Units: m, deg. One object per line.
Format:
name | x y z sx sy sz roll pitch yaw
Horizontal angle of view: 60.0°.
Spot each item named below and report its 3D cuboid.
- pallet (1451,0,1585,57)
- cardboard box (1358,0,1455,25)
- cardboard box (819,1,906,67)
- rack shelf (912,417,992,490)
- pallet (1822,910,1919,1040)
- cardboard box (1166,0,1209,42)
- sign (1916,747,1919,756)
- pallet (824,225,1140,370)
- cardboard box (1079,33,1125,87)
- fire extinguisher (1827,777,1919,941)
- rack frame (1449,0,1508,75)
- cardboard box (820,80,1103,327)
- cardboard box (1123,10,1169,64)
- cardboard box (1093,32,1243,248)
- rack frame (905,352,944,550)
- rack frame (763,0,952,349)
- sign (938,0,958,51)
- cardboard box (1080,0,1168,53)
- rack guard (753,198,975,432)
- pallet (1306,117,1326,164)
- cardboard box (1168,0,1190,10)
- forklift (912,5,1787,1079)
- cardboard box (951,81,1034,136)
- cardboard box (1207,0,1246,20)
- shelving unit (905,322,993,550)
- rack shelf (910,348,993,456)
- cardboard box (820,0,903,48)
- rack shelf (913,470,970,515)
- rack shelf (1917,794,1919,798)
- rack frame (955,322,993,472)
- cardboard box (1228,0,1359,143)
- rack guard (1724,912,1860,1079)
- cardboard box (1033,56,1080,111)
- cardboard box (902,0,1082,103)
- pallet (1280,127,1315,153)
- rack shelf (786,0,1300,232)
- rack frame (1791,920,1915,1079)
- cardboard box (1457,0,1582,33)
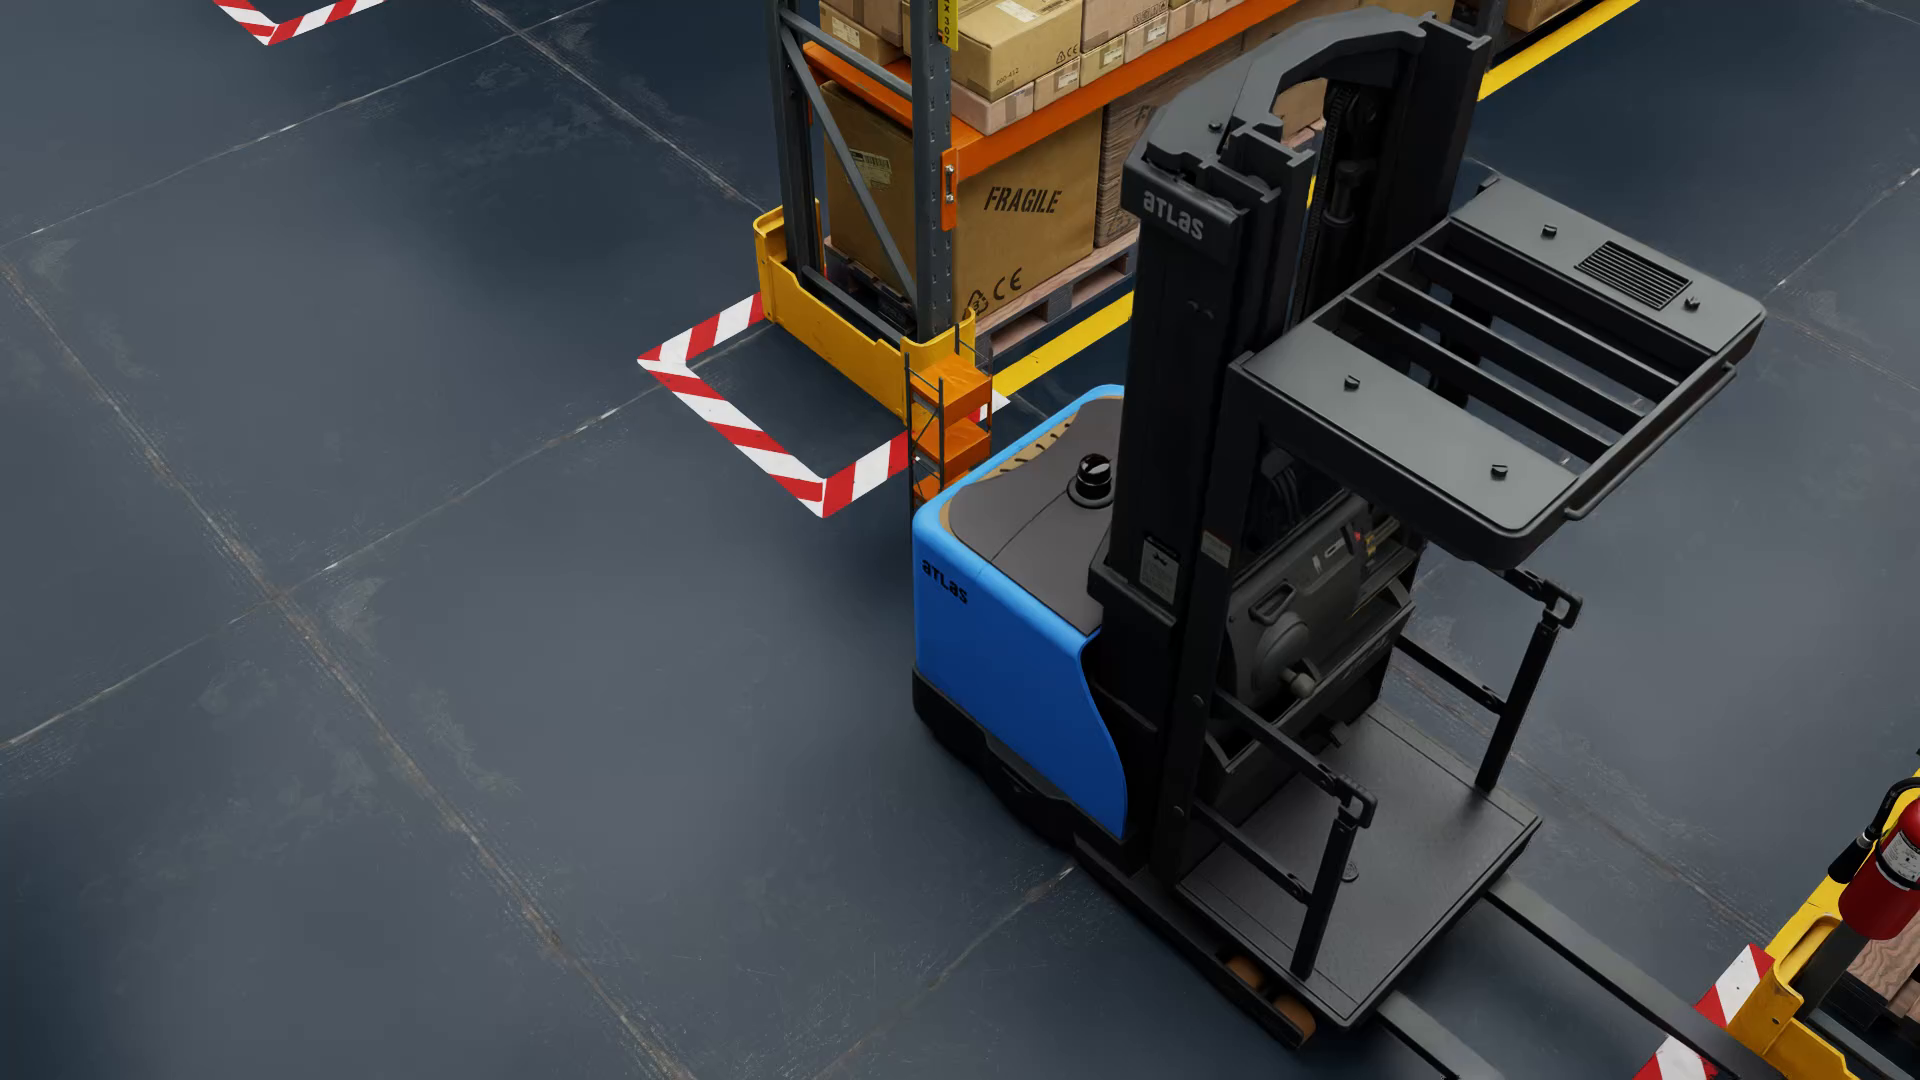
pallet | 3.068 -3.326 9.729 1.213 0.211 1.003 -34 56 -27
cardboard box | 2.005 -2.989 8.680 0.875 0.875 0.875 -34 56 -27
cardboard box | -0.370 -2.142 6.909 0.250 0.149 0.380 -33 55 -27
rack shelf | -0.040 -0.322 6.401 0.240 0.259 0.215 -34 56 -27
pallet | 3.556 1.380 5.386 1.213 0.211 1.003 -34 56 -27
cardboard box | 0.832 -2.292 7.048 0.250 0.149 0.380 -35 56 -28
sign | 2.538 0.475 4.213 0.005 0.325 0.100 -34 56 -27
pallet | 0.127 -1.364 7.918 1.213 0.211 1.003 -34 56 -27
cardboard box | 0.451 -2.037 6.813 0.250 0.149 0.380 -35 56 -28
fire extinguisher | 2.503 0.802 4.329 0.183 0.674 0.296 -34 56 -27
rack frame | 2.547 -3.850 8.314 0.127 3.000 1.000 -34 56 -27
cardboard box | 0.008 -1.654 7.448 0.875 0.875 0.875 -34 56 -27
cardboard box | 0.643 -2.167 6.932 0.250 0.149 0.380 -35 56 -28
cardboard box | 0.681 -2.104 7.863 0.875 0.875 0.875 -34 56 -27
rack frame | -0.130 -0.269 6.337 0.008 1.050 0.200 -34 56 -27
rack frame | -0.412 -1.872 6.489 0.127 3.000 1.000 -34 56 -27
sign | -0.043 -1.887 5.861 0.005 0.325 0.100 -34 56 -27
cardboard box | 0.505 -2.273 6.759 0.500 0.250 0.500 -34 56 -28
rack guard | -0.430 -1.012 7.397 0.348 0.500 1.175 -34 56 -27
pallet | 1.932 -2.570 9.031 1.213 0.211 1.003 -34 56 -27
cardboard box | 0.879 -2.519 6.987 0.500 0.250 0.500 -36 57 -28
forklift | 1.211 0.183 4.640 1.130 2.935 3.031 -35 56 -28
cardboard box | 0.073 -1.783 6.578 0.250 0.149 0.380 -33 55 -27
cardboard box | 1.022 -2.420 7.166 0.250 0.149 0.380 -34 56 -27
shelving unit | -0.040 -0.330 6.393 0.252 1.050 0.215 -34 56 -27
rack shelf | -0.040 -0.515 6.192 0.240 0.259 0.215 -34 56 -27
cardboard box | -0.232 -2.306 6.789 0.500 0.250 0.500 -35 56 -28
rack shelf | -0.040 -0.134 6.605 0.240 0.259 0.215 -34 56 -27
rack shelf | 4.400 0.077 5.181 4.000 0.370 1.077 -34 56 -27
rack frame | 0.051 -0.390 6.449 0.008 1.050 0.200 -34 56 -27
cardboard box | 1.339 -2.544 8.269 0.875 0.875 0.875 -34 56 -27
rack guard | 2.911 1.688 4.906 0.348 0.500 1.175 -34 56 -27
cardboard box | 0.261 -1.910 6.696 0.250 0.149 0.380 -35 56 -28
cardboard box | 0.125 -2.012 6.519 0.500 0.250 0.500 -35 56 -28
pallet | 1.029 -1.964 8.472 1.213 0.211 1.003 -34 56 -27
rack shelf | 1.068 -2.617 7.666 4.000 0.370 1.077 -34 56 -27
rack frame | 2.920 0.821 4.004 0.127 3.000 1.000 -34 56 -27
cardboard box | 3.008 -3.599 9.243 0.875 0.875 1.225 -34 56 -27
